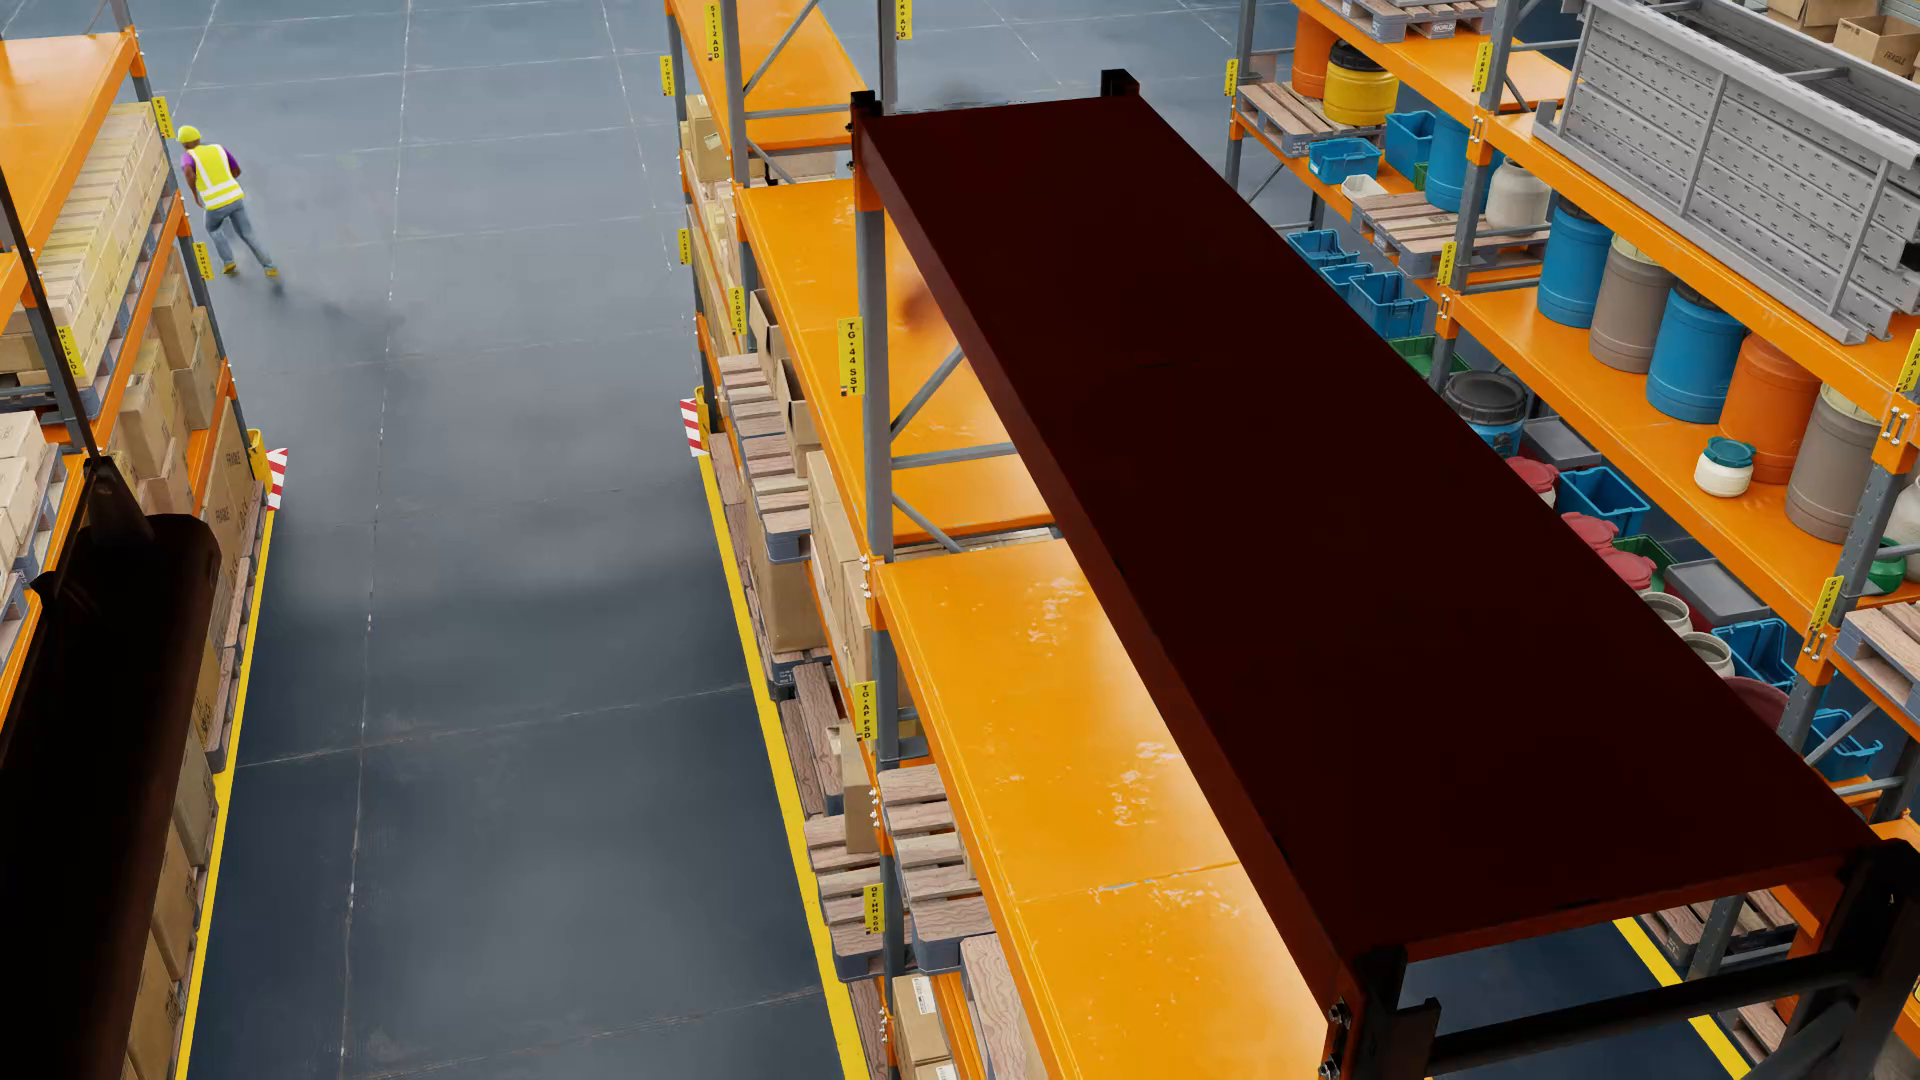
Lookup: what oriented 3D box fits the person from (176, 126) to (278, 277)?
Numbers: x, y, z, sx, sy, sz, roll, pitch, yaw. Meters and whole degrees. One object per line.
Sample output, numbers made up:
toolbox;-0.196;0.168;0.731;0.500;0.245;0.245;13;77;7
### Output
person;-7.865;-3.544;17.840;1.032;1.716;0.745;19;39;25
